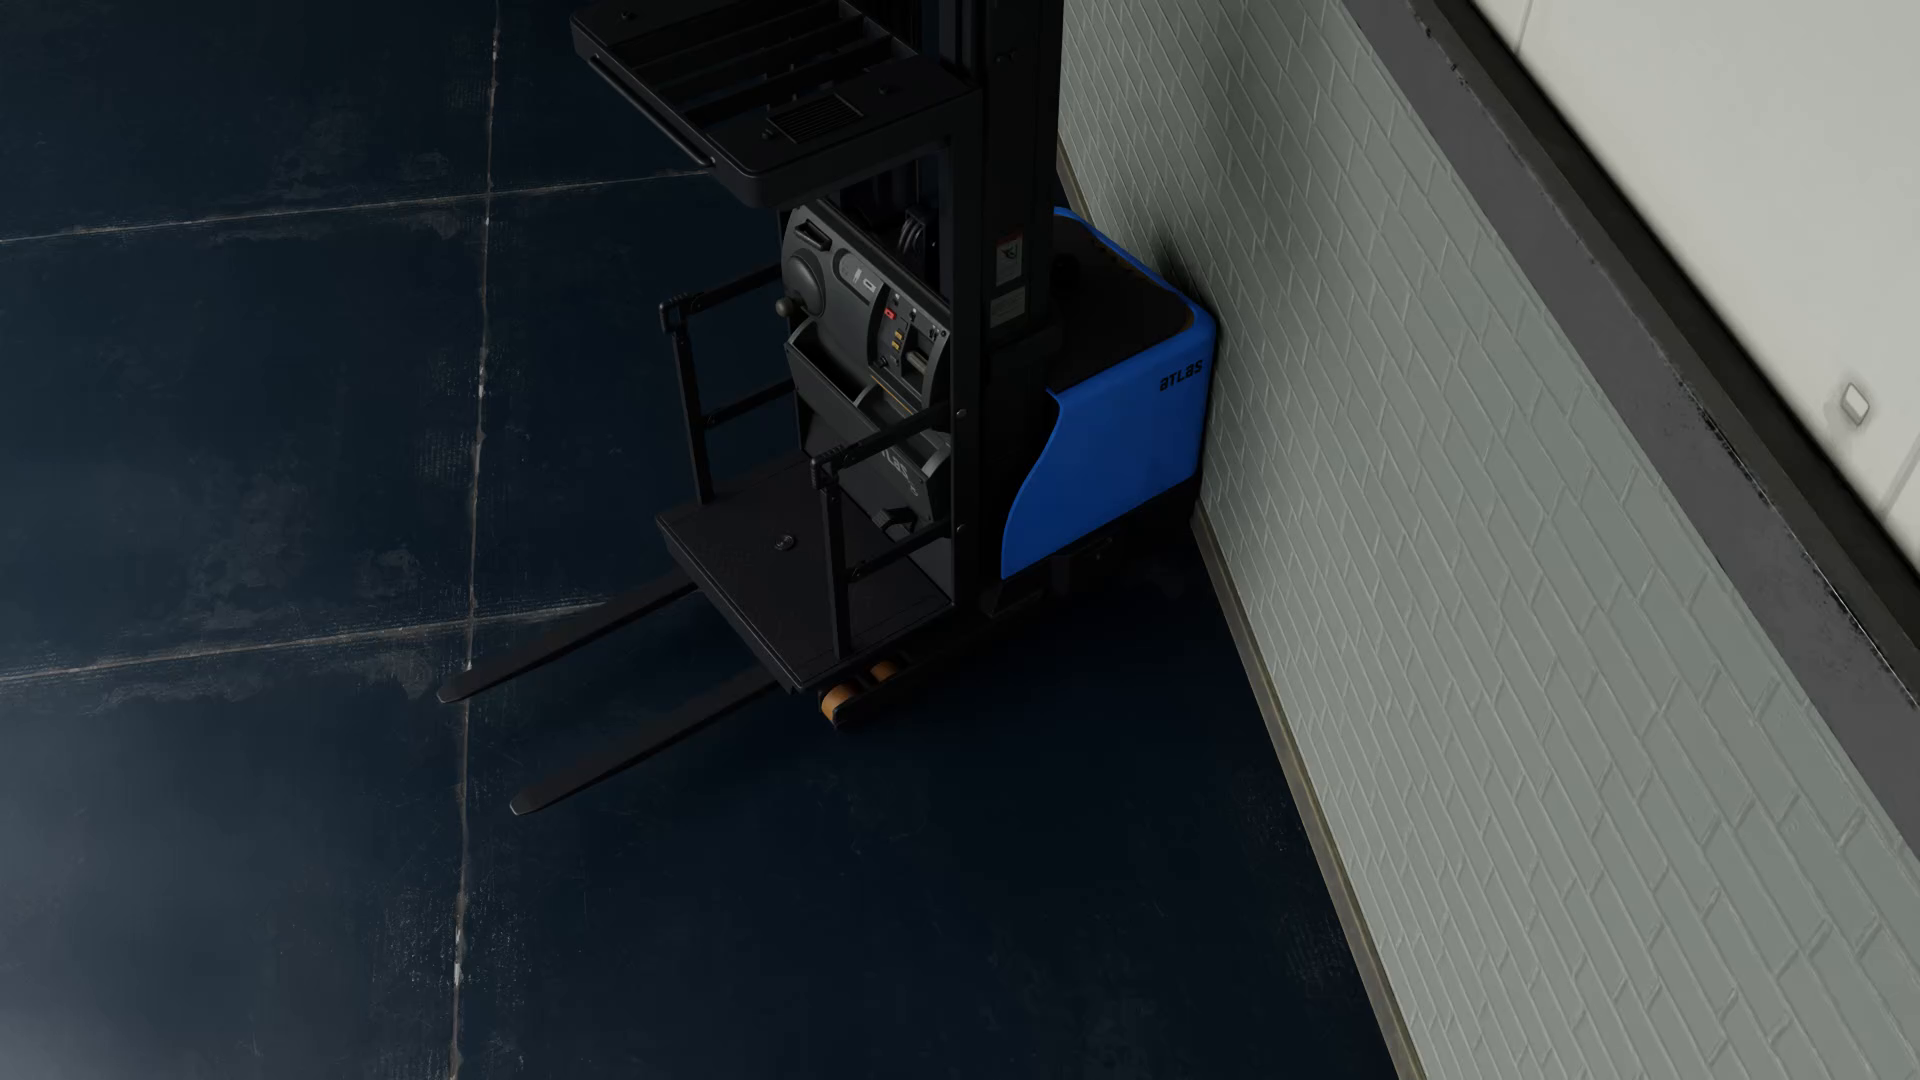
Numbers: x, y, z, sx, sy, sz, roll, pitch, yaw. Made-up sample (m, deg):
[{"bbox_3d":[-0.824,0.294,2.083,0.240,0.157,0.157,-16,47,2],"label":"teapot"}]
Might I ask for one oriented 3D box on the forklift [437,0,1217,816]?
[{"bbox_3d":[-0.503,-0.752,5.632,3.031,2.935,1.130,-28,52,-24],"label":"forklift"}]
